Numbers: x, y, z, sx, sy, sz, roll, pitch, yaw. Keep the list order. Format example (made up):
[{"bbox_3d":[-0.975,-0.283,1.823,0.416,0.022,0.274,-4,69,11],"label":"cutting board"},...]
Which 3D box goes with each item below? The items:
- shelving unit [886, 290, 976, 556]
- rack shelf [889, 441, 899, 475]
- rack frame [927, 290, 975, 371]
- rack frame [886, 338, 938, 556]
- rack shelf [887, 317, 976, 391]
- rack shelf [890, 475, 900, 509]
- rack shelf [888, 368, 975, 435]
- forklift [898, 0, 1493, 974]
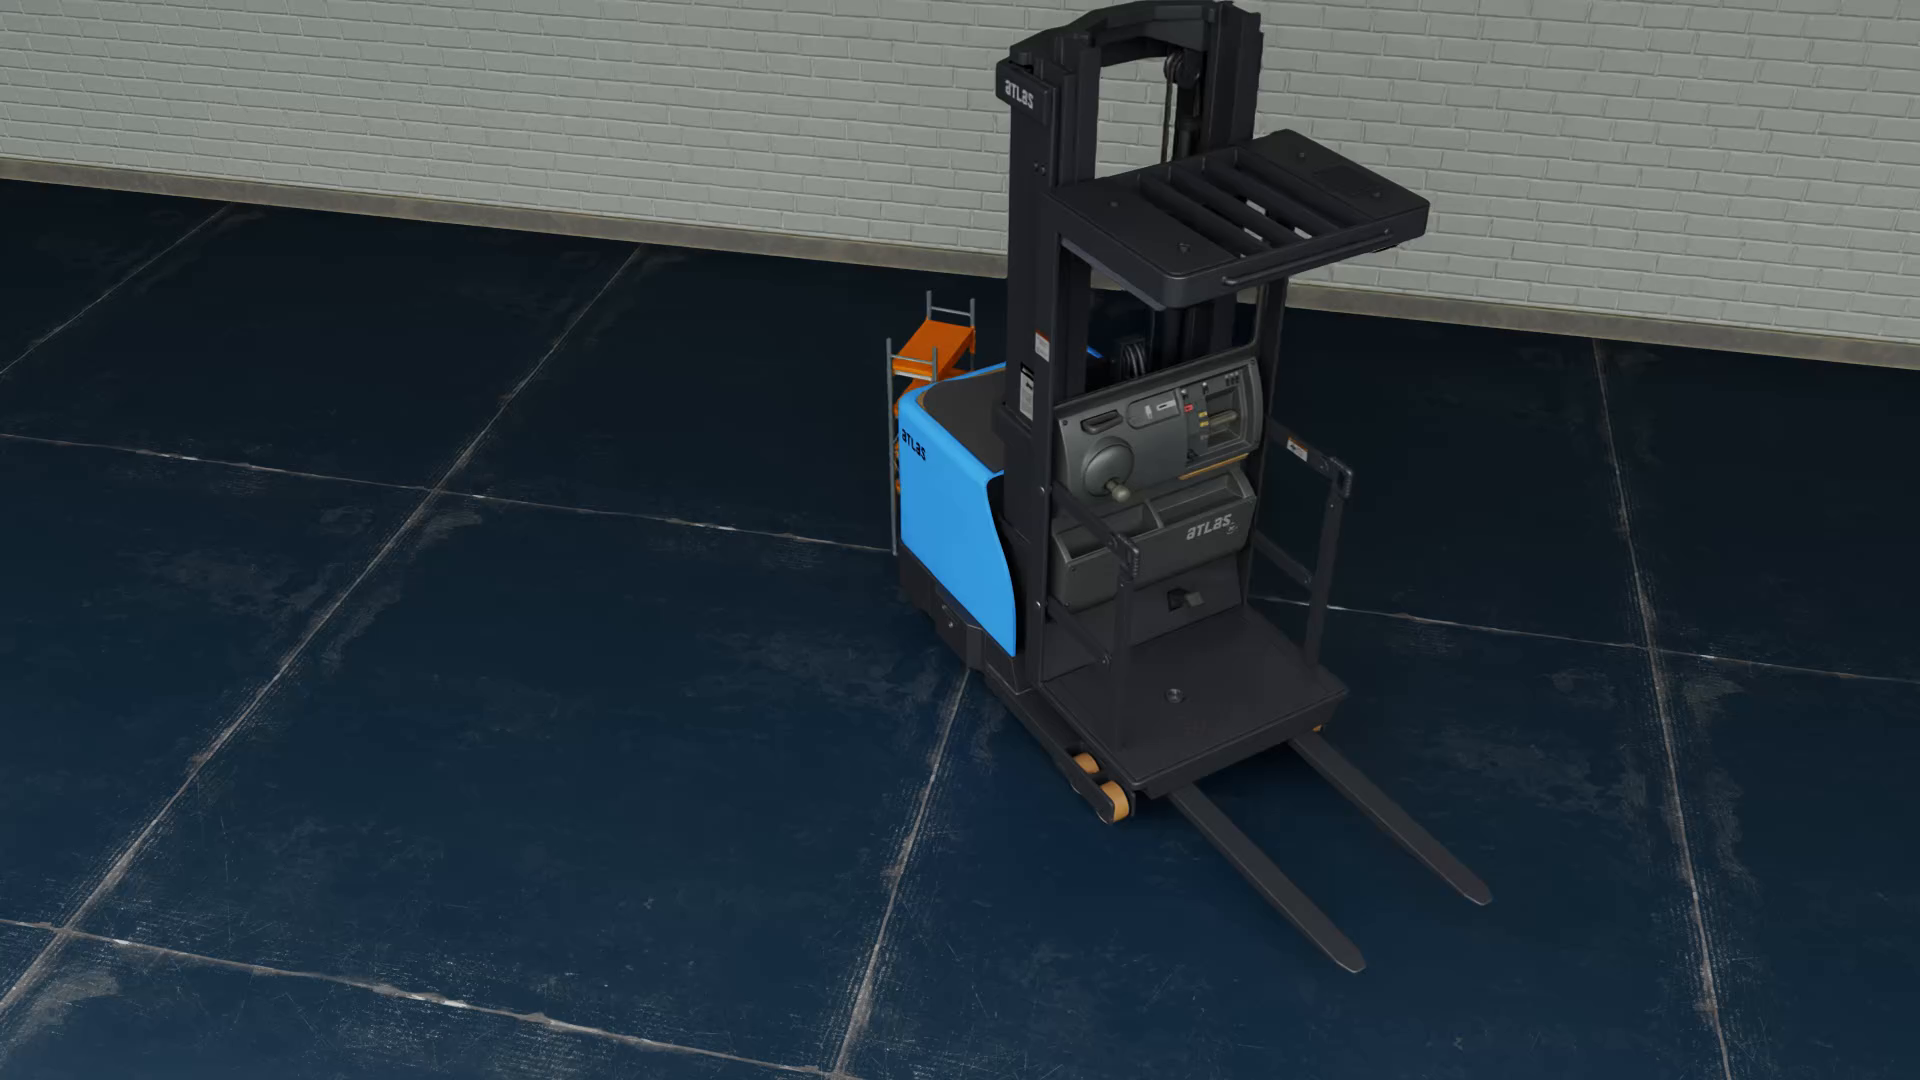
[{"bbox_3d":[-0.129,-0.526,7.954,0.258,1.200,0.503,13,38,17],"label":"shelving unit"},{"bbox_3d":[-0.129,-0.472,7.993,0.258,0.148,0.480,13,38,17],"label":"rack shelf"},{"bbox_3d":[-0.043,-0.660,8.139,0.240,1.200,0.015,13,38,17],"label":"rack frame"},{"bbox_3d":[-0.215,-0.392,7.769,0.240,1.200,0.015,13,38,17],"label":"rack frame"},{"bbox_3d":[-0.129,-0.845,7.723,0.258,0.148,0.480,13,38,17],"label":"rack shelf"},{"bbox_3d":[-0.129,-0.311,8.110,0.258,0.148,0.480,13,38,17],"label":"rack shelf"},{"bbox_3d":[-0.129,-0.653,7.862,0.258,0.148,0.480,13,38,17],"label":"rack shelf"},{"bbox_3d":[0.891,-0.362,6.252,1.130,2.935,3.031,-19,40,-24],"label":"forklift"}]
